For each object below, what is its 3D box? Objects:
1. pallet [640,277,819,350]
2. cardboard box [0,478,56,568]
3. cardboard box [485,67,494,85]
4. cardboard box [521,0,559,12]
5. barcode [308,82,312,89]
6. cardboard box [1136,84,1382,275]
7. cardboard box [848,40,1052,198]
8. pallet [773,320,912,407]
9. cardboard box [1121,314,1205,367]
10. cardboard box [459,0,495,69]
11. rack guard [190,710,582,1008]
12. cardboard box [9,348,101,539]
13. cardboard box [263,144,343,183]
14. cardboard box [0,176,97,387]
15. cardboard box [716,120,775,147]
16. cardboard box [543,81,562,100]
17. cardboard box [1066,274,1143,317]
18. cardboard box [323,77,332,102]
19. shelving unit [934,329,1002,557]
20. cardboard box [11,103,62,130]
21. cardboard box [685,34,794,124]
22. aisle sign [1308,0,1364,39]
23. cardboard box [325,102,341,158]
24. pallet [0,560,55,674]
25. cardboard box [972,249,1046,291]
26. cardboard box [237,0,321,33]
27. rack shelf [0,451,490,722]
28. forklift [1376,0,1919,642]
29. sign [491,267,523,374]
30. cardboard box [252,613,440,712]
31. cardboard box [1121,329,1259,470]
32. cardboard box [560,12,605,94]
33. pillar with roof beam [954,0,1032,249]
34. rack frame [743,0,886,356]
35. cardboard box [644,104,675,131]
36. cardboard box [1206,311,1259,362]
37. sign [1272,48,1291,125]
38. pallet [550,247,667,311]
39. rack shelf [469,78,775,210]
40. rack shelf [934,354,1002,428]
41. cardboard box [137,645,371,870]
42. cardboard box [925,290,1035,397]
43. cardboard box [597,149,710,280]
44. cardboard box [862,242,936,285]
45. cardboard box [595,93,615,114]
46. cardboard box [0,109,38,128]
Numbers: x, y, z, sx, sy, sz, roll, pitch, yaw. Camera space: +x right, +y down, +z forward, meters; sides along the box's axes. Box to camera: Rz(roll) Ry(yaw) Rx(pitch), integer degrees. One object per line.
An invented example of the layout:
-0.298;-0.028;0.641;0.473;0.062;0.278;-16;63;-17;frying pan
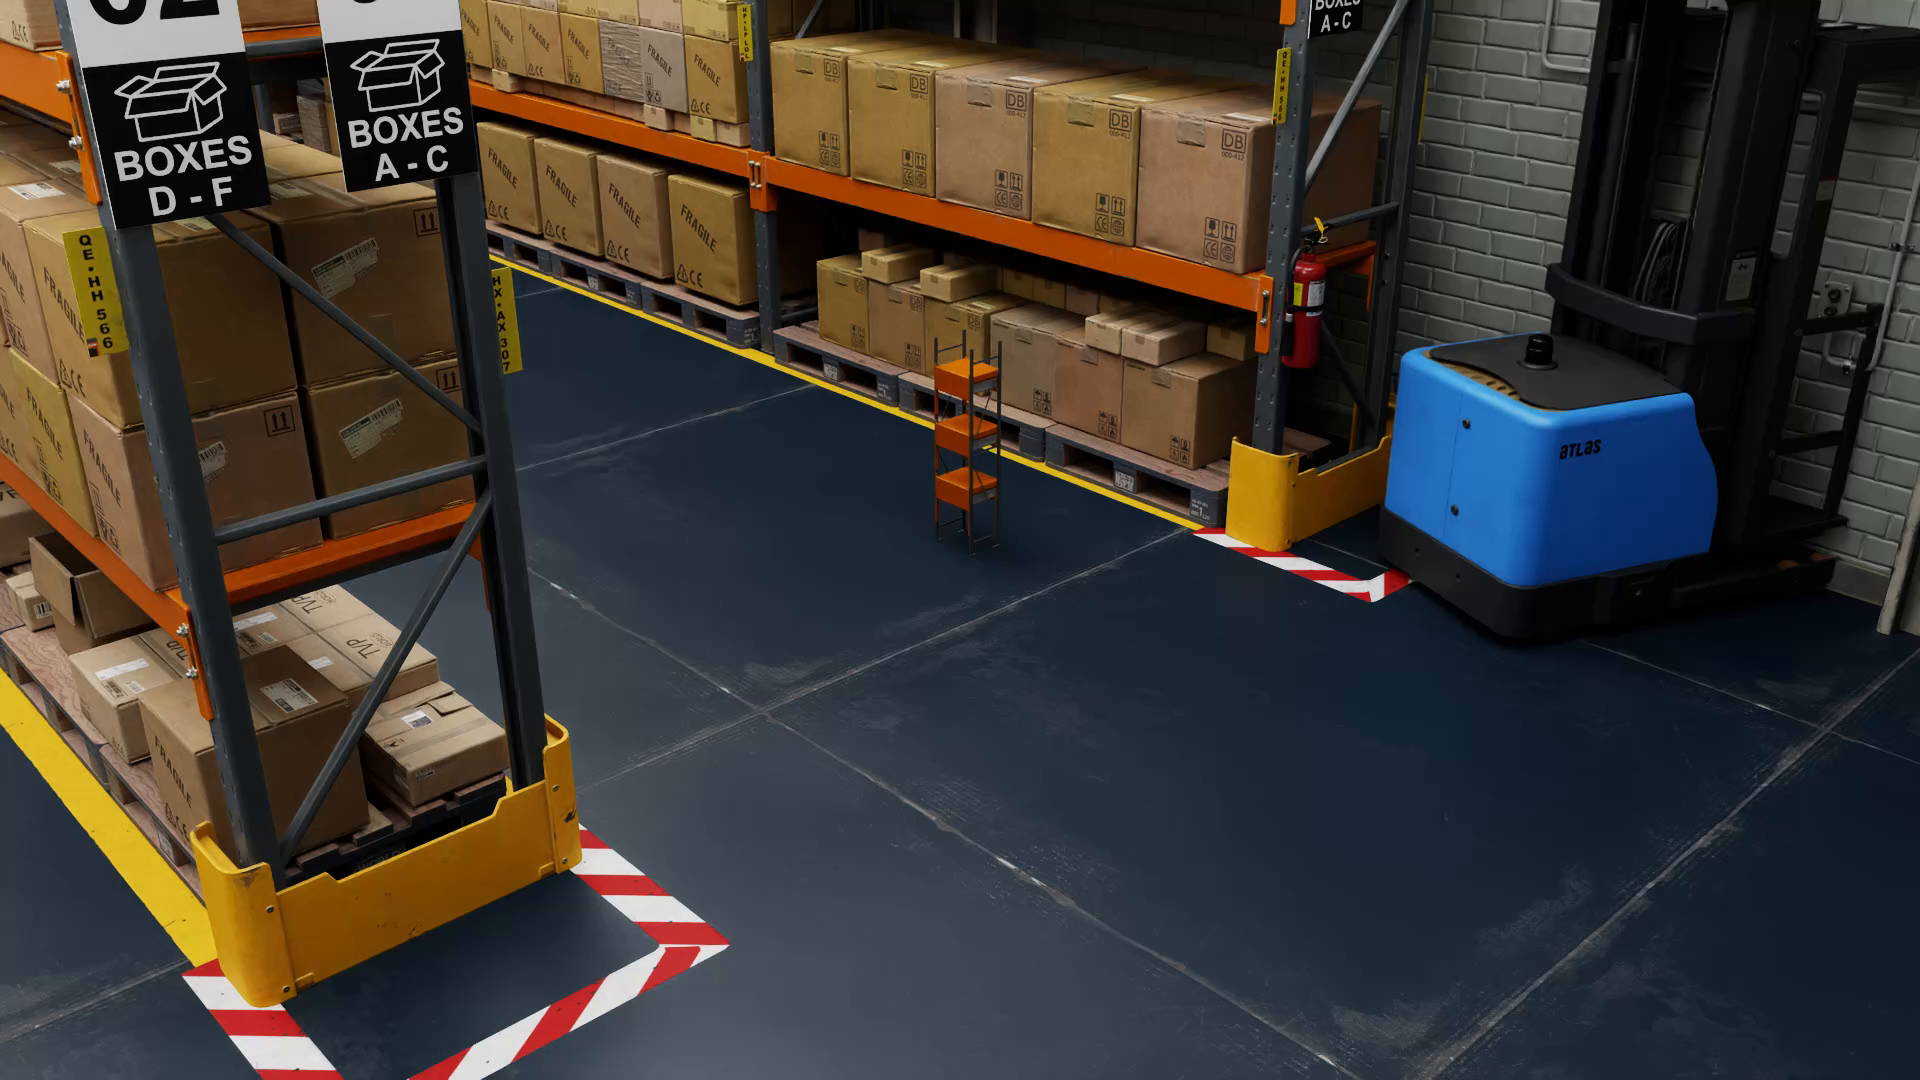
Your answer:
-1.488;-1.674;11.666;1.003;0.211;1.213;-21;32;-38;pallet
-4.390;-0.112;7.592;0.500;0.311;0.500;-21;32;-38;cardboard box
-3.418;-3.593;12.790;0.380;0.149;0.250;-21;32;-38;cardboard box
-2.805;-3.950;11.888;0.500;0.250;0.500;-21;32;-38;cardboard box
-6.567;-4.594;16.803;0.001;0.075;0.075;-21;32;-38;barcode
1.472;-1.807;8.235;0.980;0.700;0.700;-20;31;-36;cardboard box
-0.052;-2.475;9.701;0.980;0.700;0.700;-22;33;-40;cardboard box
-0.443;-1.209;10.647;1.003;0.211;1.213;-21;32;-38;pallet
1.056;-1.039;8.637;0.380;0.149;0.250;-22;32;-39;cardboard box
-3.494;-3.913;12.710;0.500;0.500;0.500;-20;31;-37;cardboard box
-1.837;1.002;5.451;1.175;0.500;0.348;-21;32;-38;rack guard
-2.647;-0.372;5.332;0.500;0.500;0.500;-21;32;-38;cardboard box
-2.259;-0.978;5.455;0.500;0.500;0.500;-21;32;-38;cardboard box
-2.636;-0.822;5.113;0.500;0.500;0.500;-20;31;-37;cardboard box
-1.343;-2.647;10.718;0.380;0.149;0.250;-21;32;-38;cardboard box
-2.852;-3.371;12.304;0.380;0.149;0.250;-20;31;-37;cardboard box
0.816;-1.376;9.377;0.380;0.149;0.250;-21;32;-38;cardboard box
-5.555;-4.208;15.437;0.500;0.250;0.500;-22;33;-39;cardboard box
0.037;-0.461;7.997;0.215;1.050;0.252;-21;32;-38;shelving unit
-3.288;-1.438;6.462;0.500;0.500;0.500;-21;32;-38;cardboard box
-1.405;-2.989;10.685;0.500;0.500;0.500;-22;32;-39;cardboard box
1.659;-2.595;7.191;0.394;0.787;0.004;-21;32;-38;aisle sign
-5.469;-3.857;15.571;0.700;0.500;0.500;-22;32;-39;cardboard box
-4.050;0.153;7.661;1.003;0.211;1.213;-21;32;-38;pallet
0.291;-1.609;9.886;0.380;0.149;0.250;-21;32;-38;cardboard box
-1.951;-1.637;4.790;0.500;0.250;0.500;-21;32;-38;cardboard box
-3.152;-0.391;6.360;1.077;0.370;4.000;-21;32;-38;rack shelf
3.559;-1.268;7.498;3.031;2.935;1.130;-9;26;-20;forklift
-1.389;-0.660;5.040;0.100;0.325;0.005;-21;32;-38;sign
-2.291;0.542;6.231;0.500;0.250;0.500;-21;32;-38;cardboard box
1.277;-0.756;8.799;0.700;0.500;0.500;-21;32;-38;cardboard box
-2.443;-3.445;11.685;0.500;0.500;0.500;-20;31;-37;cardboard box
-2.938;-4.272;6.772;9.100;9.000;0.400;-21;32;-38;pillar with roof beam
-0.906;-2.731;10.621;1.000;3.000;0.127;-21;32;-38;rack frame
-1.901;-2.872;11.210;0.380;0.149;0.250;-21;32;-38;cardboard box
1.508;-1.070;8.706;0.380;0.149;0.250;-21;32;-38;cardboard box
1.423;-2.004;7.347;0.100;0.325;0.005;-21;32;-38;sign
-2.326;-2.044;12.476;1.003;0.211;1.213;-21;32;-38;pallet
-2.273;-3.009;12.099;1.077;0.370;4.000;-21;32;-38;rack shelf
0.037;-0.710;7.883;0.215;0.259;0.240;-21;32;-38;rack shelf
-2.337;0.730;5.518;0.500;0.500;0.500;-21;32;-38;cardboard box
0.221;-1.219;9.815;0.700;0.500;0.500;-20;31;-37;cardboard box
-2.054;-2.372;11.920;0.750;0.750;0.750;-20;31;-37;cardboard box
-0.368;-1.668;10.017;0.380;0.149;0.250;-20;31;-37;cardboard box
-2.353;-3.129;11.772;0.380;0.149;0.250;-20;31;-37;cardboard box
-3.698;-1.290;6.138;0.500;0.500;0.500;-22;33;-40;cardboard box
